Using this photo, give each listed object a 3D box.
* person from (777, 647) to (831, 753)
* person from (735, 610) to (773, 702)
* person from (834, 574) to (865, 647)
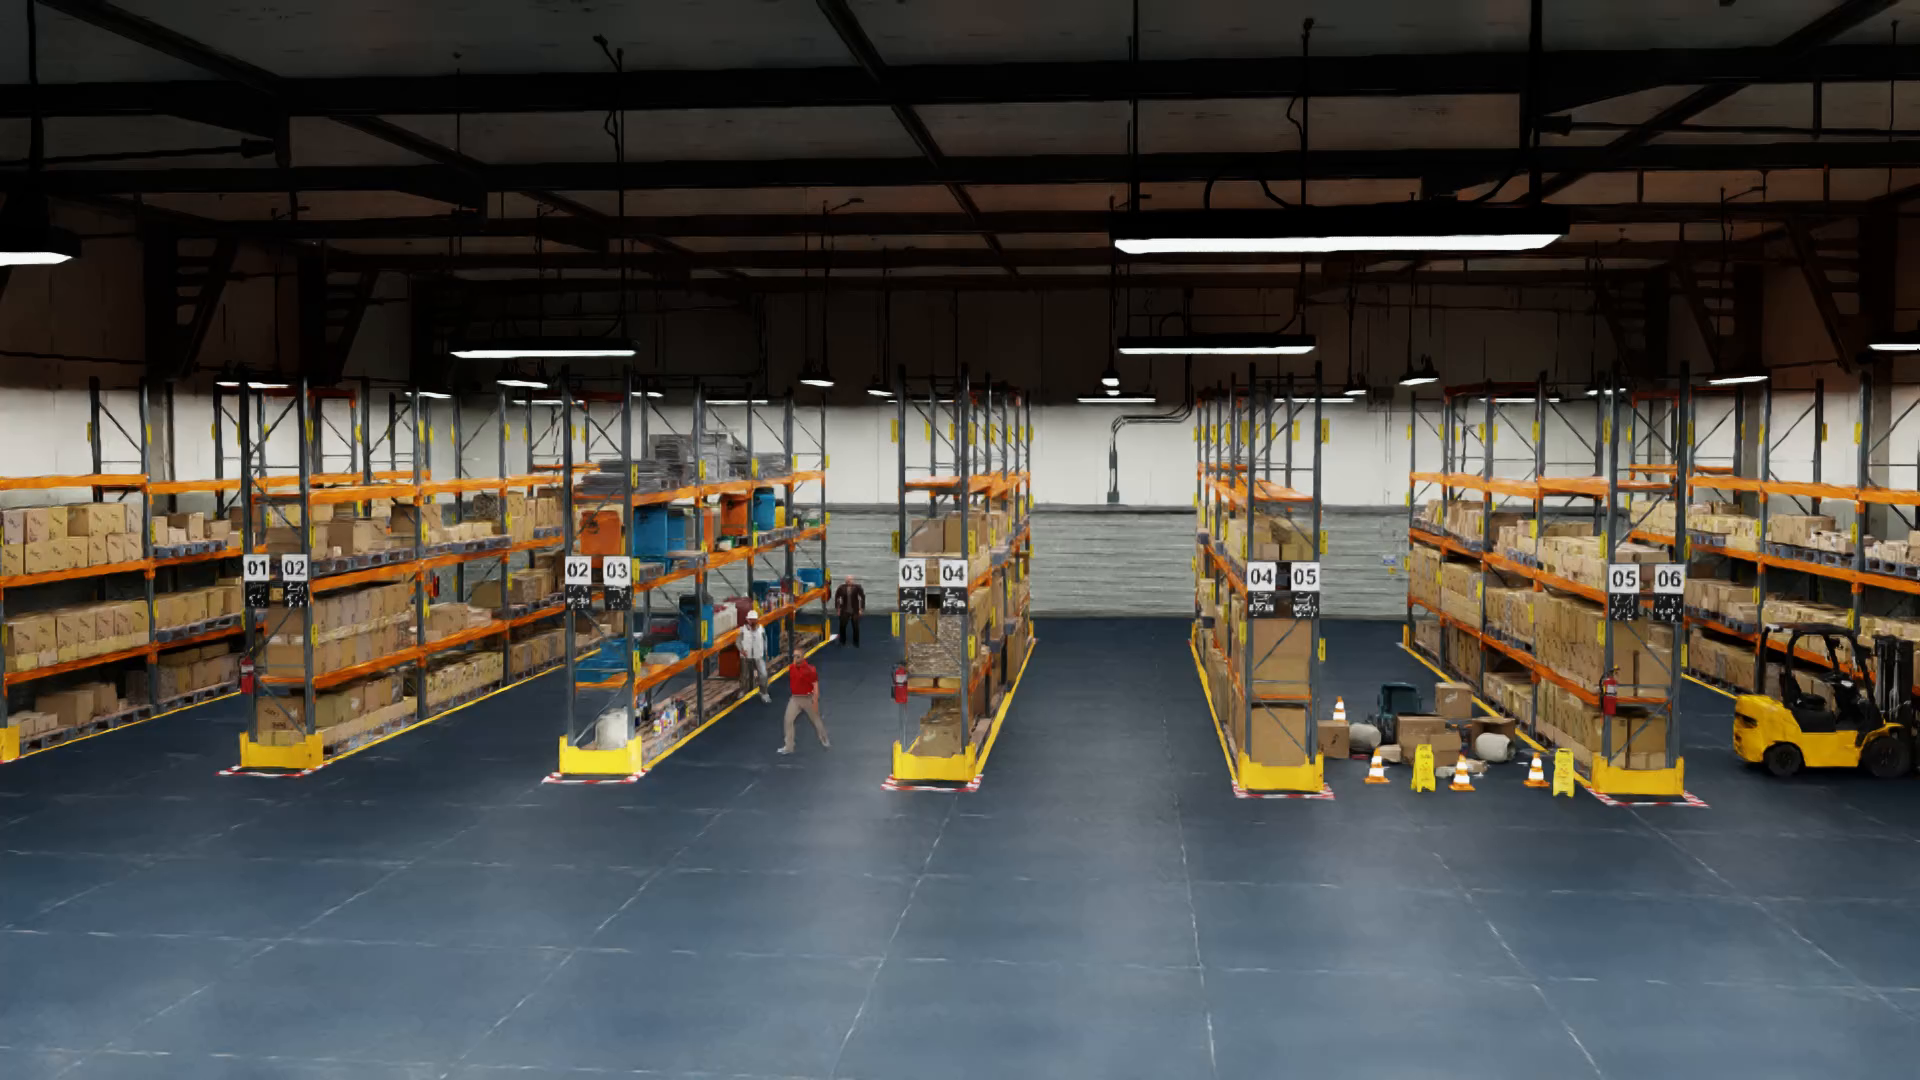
[{"bbox_3d":[-2.432,2.543,26.073,0.584,1.567,0.978,2,4,27],"label":"person"},{"bbox_3d":[-3.871,2.150,31.027,0.674,1.717,0.845,-1,4,-11],"label":"person"},{"bbox_3d":[-2.581,1.641,38.983,0.729,1.733,0.546,0,4,4],"label":"person"}]
